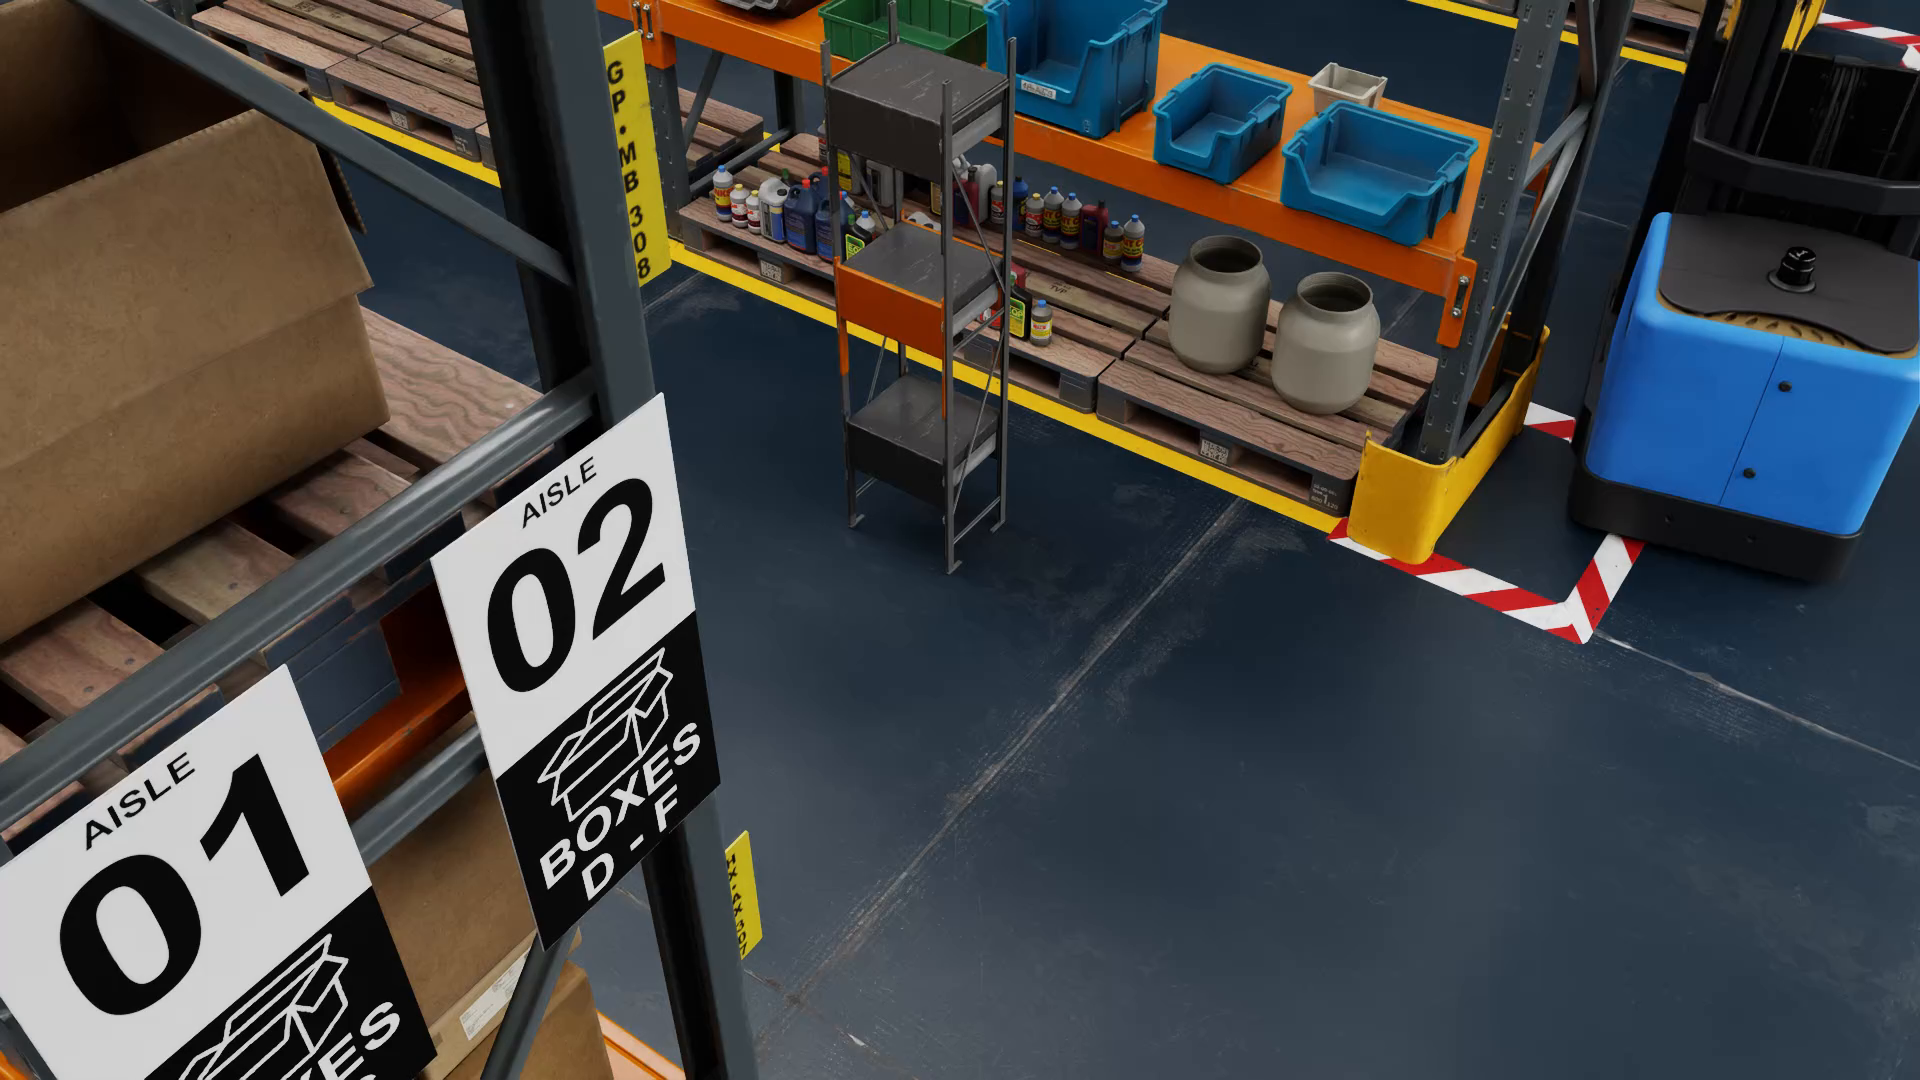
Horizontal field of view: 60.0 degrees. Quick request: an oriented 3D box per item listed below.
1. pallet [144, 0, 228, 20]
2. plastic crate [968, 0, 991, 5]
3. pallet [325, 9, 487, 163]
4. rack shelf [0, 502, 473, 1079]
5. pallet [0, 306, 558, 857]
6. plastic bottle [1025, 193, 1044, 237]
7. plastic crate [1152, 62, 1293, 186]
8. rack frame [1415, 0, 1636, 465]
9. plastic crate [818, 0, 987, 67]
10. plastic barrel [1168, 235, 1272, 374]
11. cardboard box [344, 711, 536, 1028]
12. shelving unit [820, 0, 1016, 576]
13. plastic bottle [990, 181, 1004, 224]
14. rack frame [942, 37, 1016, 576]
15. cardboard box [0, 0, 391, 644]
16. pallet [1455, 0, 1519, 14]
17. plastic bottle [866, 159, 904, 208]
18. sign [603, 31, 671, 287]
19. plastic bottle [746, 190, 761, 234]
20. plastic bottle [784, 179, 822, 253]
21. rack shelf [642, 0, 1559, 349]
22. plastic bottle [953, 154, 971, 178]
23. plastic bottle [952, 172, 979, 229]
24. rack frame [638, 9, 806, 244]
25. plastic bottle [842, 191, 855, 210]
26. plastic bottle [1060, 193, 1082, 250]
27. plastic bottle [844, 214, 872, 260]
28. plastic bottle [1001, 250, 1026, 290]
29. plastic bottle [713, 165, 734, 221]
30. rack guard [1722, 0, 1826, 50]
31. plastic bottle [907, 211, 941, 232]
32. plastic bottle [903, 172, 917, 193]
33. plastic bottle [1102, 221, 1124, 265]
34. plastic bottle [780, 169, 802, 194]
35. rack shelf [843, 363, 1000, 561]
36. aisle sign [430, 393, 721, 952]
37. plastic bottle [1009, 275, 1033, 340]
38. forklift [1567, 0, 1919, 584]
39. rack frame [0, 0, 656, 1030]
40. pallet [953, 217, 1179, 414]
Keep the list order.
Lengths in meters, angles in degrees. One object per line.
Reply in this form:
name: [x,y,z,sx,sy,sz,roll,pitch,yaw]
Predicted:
pallet: [-5.104,-3.686,10.711,1.213,0.211,1.003,25,48,25]
plastic crate: [0.315,-2.333,7.306,0.437,0.136,0.530,25,48,25]
pallet: [-2.828,-2.622,9.522,1.213,0.211,1.003,25,48,25]
rack shelf: [-2.370,-0.296,3.121,4.000,0.370,1.077,25,48,25]
pallet: [-1.296,-0.050,2.373,1.213,0.211,1.003,25,48,25]
plastic bottle: [0.366,-1.576,8.031,0.097,0.201,0.097,0,42,0]
plastic crate: [1.005,-1.608,6.409,0.408,0.251,0.499,25,48,25]
rack frame: [2.115,-1.383,6.046,0.127,3.000,1.000,25,48,25]
plastic crate: [-0.211,-2.162,7.076,0.662,0.188,0.450,25,48,25]
plastic barrel: [1.122,-1.015,7.185,0.421,0.512,0.421,0,42,0]
cardboard box: [-1.151,0.593,2.790,0.500,0.500,0.700,25,48,25]
shelving unit: [-0.136,-0.846,6.121,0.503,2.100,0.431,25,48,25]
plastic bottle: [0.197,-1.655,8.119,0.097,0.201,0.097,0,42,0]
rack frame: [0.064,-0.752,6.016,0.015,2.100,0.400,25,48,25]
cardboard box: [-1.200,-0.268,2.053,0.637,0.503,0.797,28,49,28]
pallet: [3.257,-3.875,10.922,1.213,0.211,1.003,25,48,25]
plastic bottle: [-0.375,-1.811,8.237,0.135,0.276,0.152,25,48,25]
sign: [-0.409,-0.454,2.044,0.005,0.325,0.100,25,48,25]
plastic bottle: [-0.984,-1.597,8.054,0.097,0.201,0.097,0,42,0]
plastic bottle: [-0.737,-1.556,7.896,0.185,0.351,0.144,26,48,26]
rack shelf: [0.477,-1.881,7.142,4.000,0.370,1.077,25,48,25]
plastic bottle: [-0.046,-1.805,8.175,0.185,0.351,0.144,25,47,25]
plastic bottle: [0.024,-1.657,8.060,0.133,0.283,0.061,25,48,25]
rack frame: [-1.160,-2.915,7.758,0.127,3.000,1.000,25,48,25]
plastic bottle: [-0.549,-1.537,7.934,0.097,0.271,0.097,0,42,0]
plastic bottle: [0.529,-1.526,7.922,0.097,0.271,0.097,0,42,0]
plastic bottle: [-0.472,-1.373,7.742,0.133,0.283,0.061,27,48,27]
plastic bottle: [0.230,-1.169,7.514,0.133,0.283,0.061,25,48,25]
plastic bottle: [-1.151,-1.701,8.117,0.097,0.271,0.097,0,42,0]
rack guard: [4.897,-3.185,9.934,0.348,0.500,1.175,25,48,25]
plastic bottle: [-0.170,-1.384,7.759,0.135,0.276,0.152,25,48,25]
plastic bottle: [-0.310,-1.929,8.313,0.185,0.351,0.144,23,47,23]
plastic bottle: [0.725,-1.408,7.843,0.097,0.201,0.097,0,42,0]
plastic bottle: [-0.810,-1.655,8.057,0.133,0.283,0.061,25,48,25]
rack shelf: [-0.136,-0.314,6.597,0.480,0.518,0.431,25,48,25]
aisle sign: [-0.503,0.209,2.318,0.004,0.787,0.394,25,48,25]
plastic bottle: [0.253,-1.034,7.363,0.133,0.283,0.061,26,48,26]
forklift: [3.512,-1.913,6.690,1.130,2.935,3.031,16,44,17]
rack frame: [-0.732,-0.916,1.025,0.127,3.000,1.000,25,48,25]
pallet: [0.369,-1.129,7.853,1.213,0.211,1.003,25,48,25]
